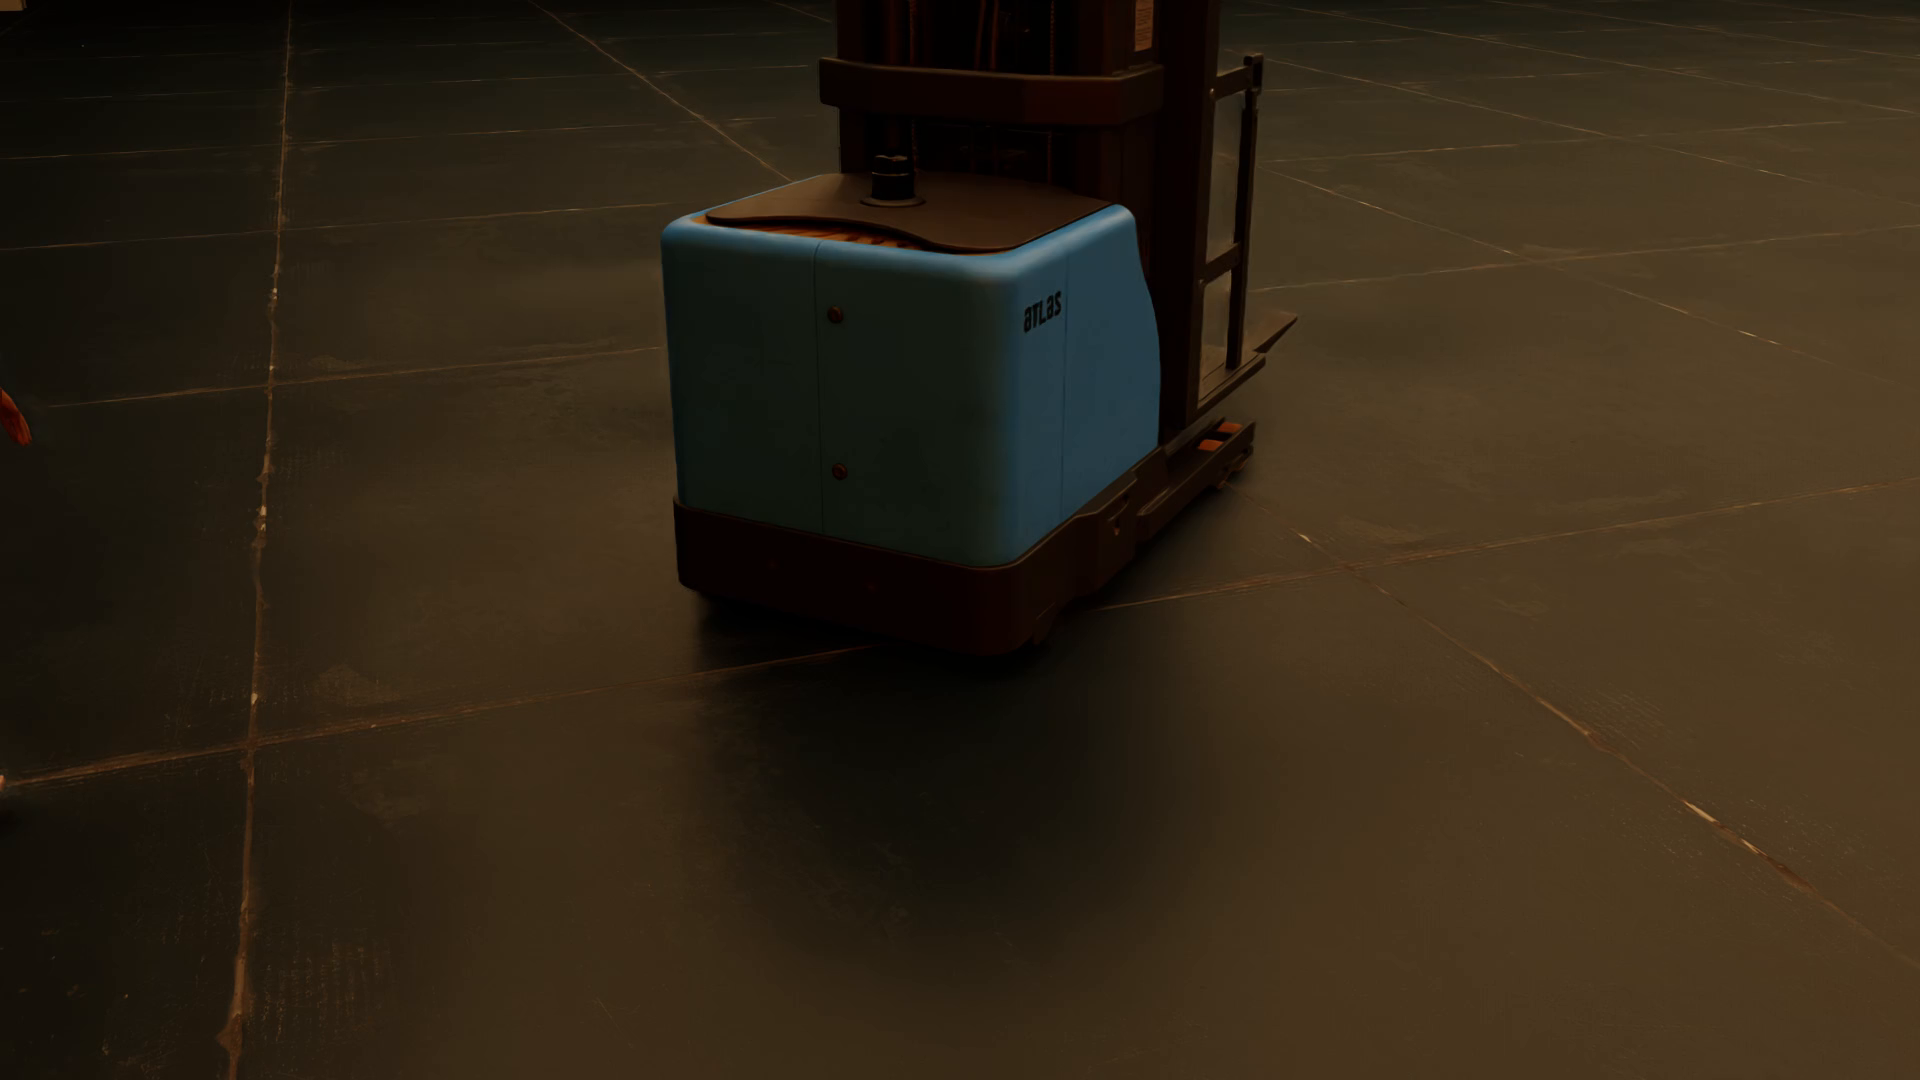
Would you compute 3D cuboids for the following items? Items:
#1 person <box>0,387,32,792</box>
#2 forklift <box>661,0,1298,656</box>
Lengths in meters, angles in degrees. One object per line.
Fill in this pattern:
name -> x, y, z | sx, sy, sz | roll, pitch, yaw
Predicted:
person -> -2.421, -0.138, 3.478 | 0.808, 1.539, 0.757 | 8, 24, 19
forklift -> 0.347, -1.590, 5.080 | 1.130, 2.935, 3.031 | 12, 25, 25
